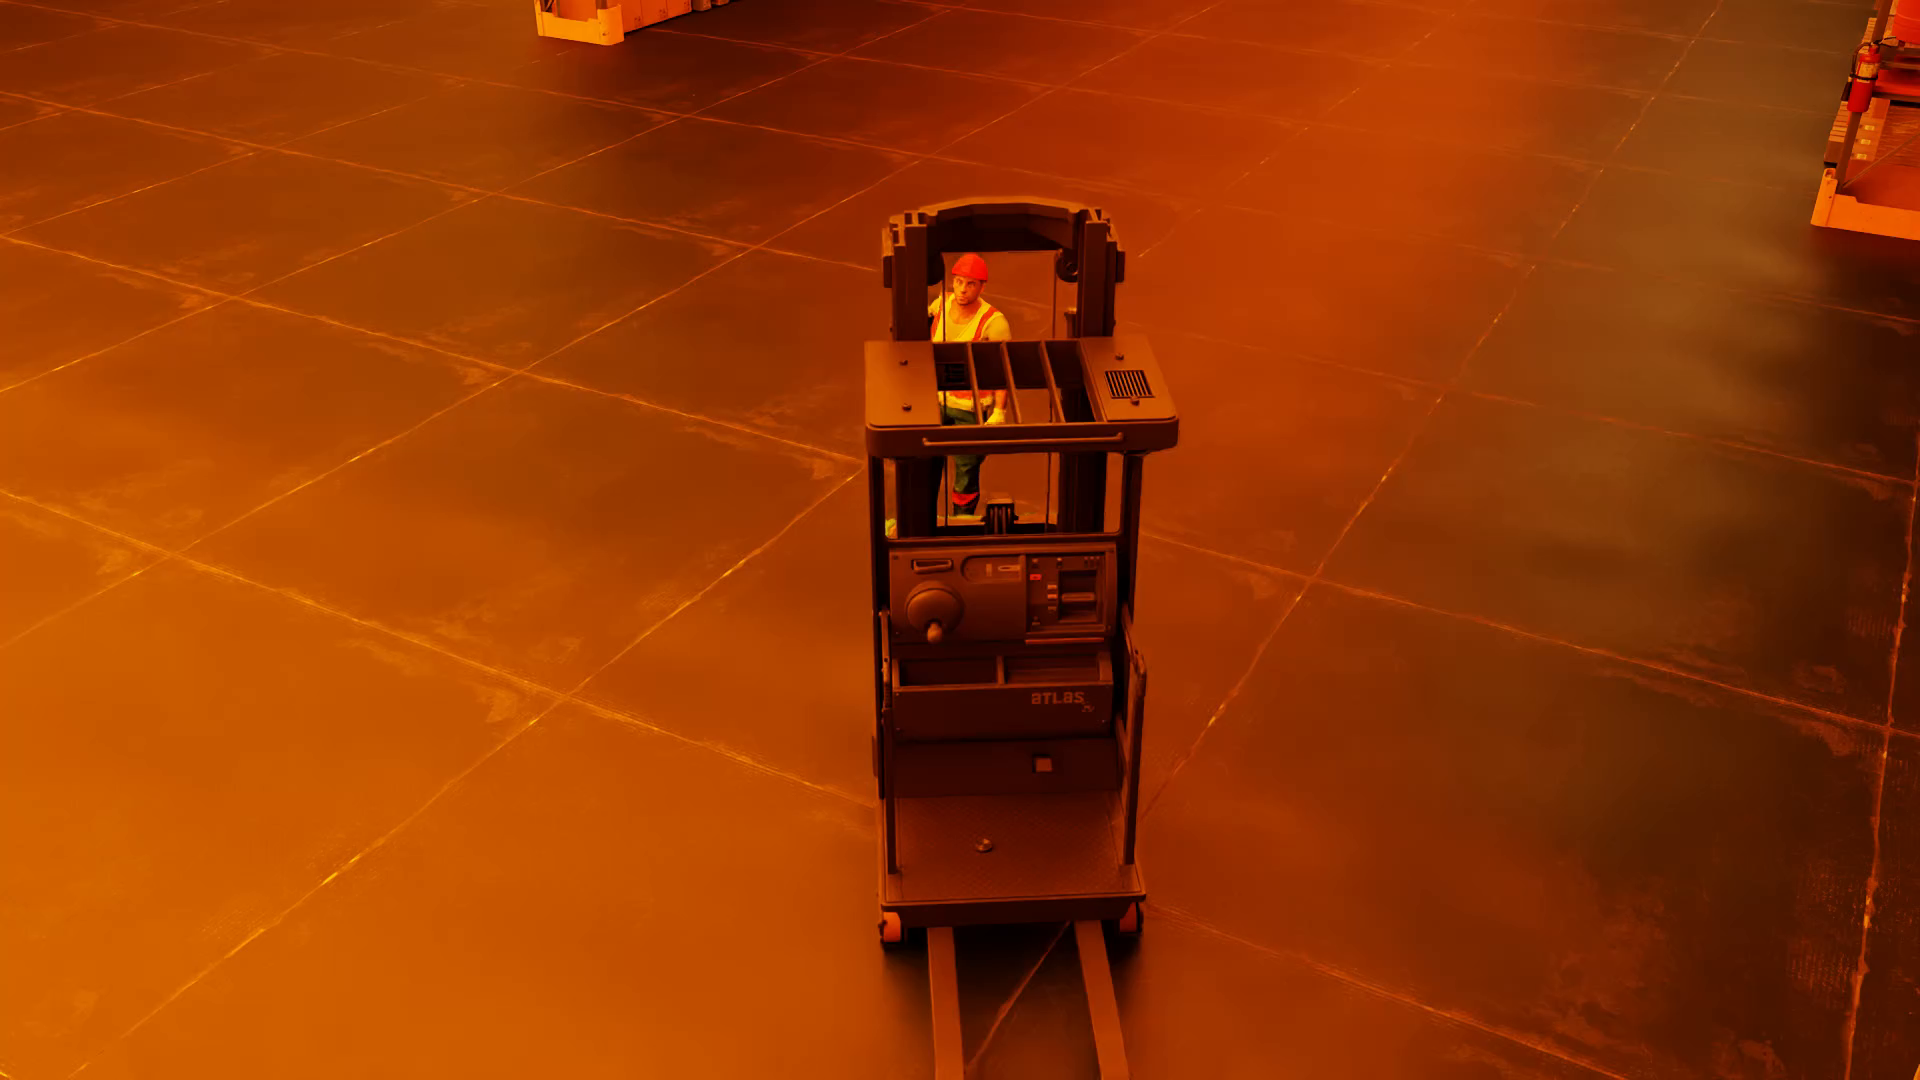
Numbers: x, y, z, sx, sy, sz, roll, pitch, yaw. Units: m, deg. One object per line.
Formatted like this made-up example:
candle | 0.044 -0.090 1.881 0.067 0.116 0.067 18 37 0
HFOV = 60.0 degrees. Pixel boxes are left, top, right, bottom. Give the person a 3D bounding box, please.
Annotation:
person | -0.049 -0.749 9.496 0.638 1.787 0.564 15 33 25

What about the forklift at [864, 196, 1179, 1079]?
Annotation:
forklift | 0.194 0.266 6.610 1.130 2.935 3.031 -2 30 -3
